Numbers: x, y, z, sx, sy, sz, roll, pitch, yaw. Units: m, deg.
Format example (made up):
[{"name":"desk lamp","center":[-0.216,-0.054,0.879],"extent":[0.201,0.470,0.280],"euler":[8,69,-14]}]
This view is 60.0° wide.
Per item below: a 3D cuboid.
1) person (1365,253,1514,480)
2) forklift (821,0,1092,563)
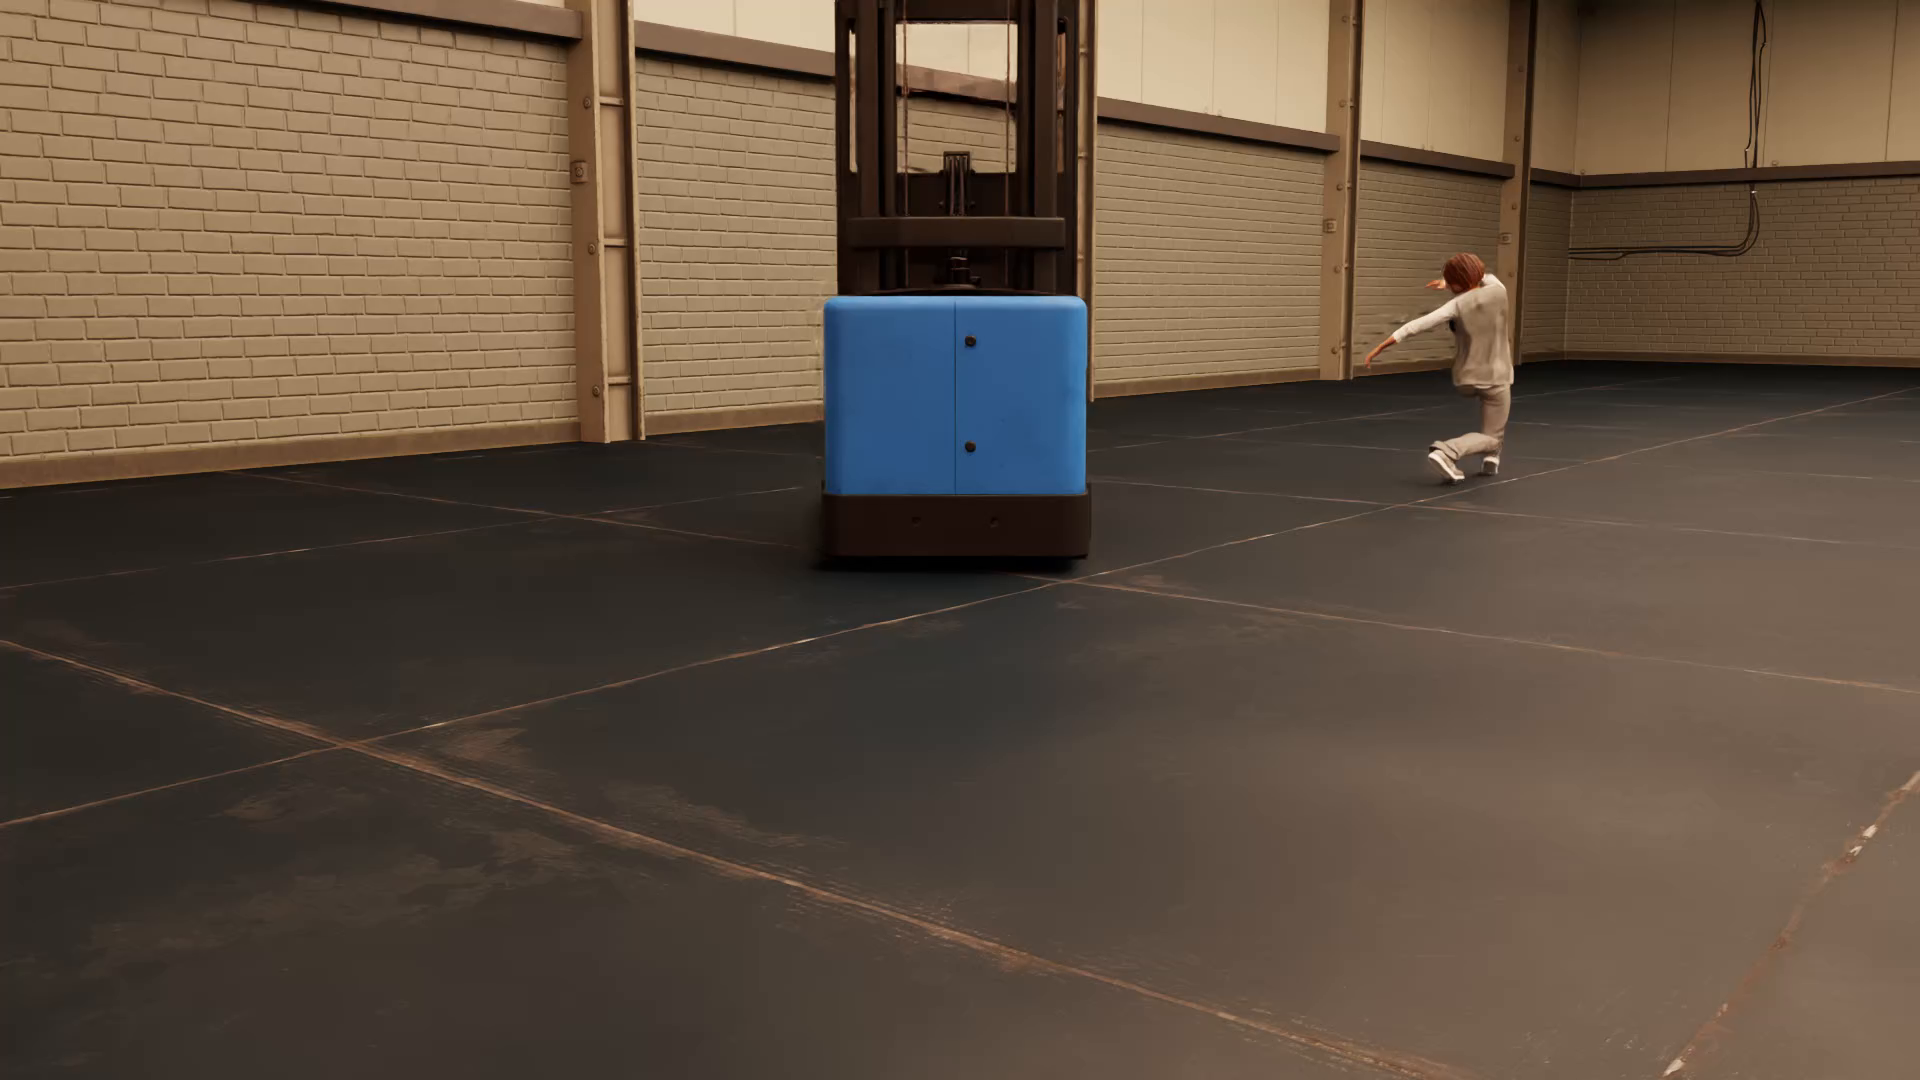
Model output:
[{"name":"person","center":[2.861,-1.022,9.821],"extent":[0.780,1.325,0.887],"euler":[5,10,29]},{"name":"forklift","center":[-0.013,-1.534,7.766],"extent":[1.130,2.935,3.031],"euler":[0,8,0]}]
